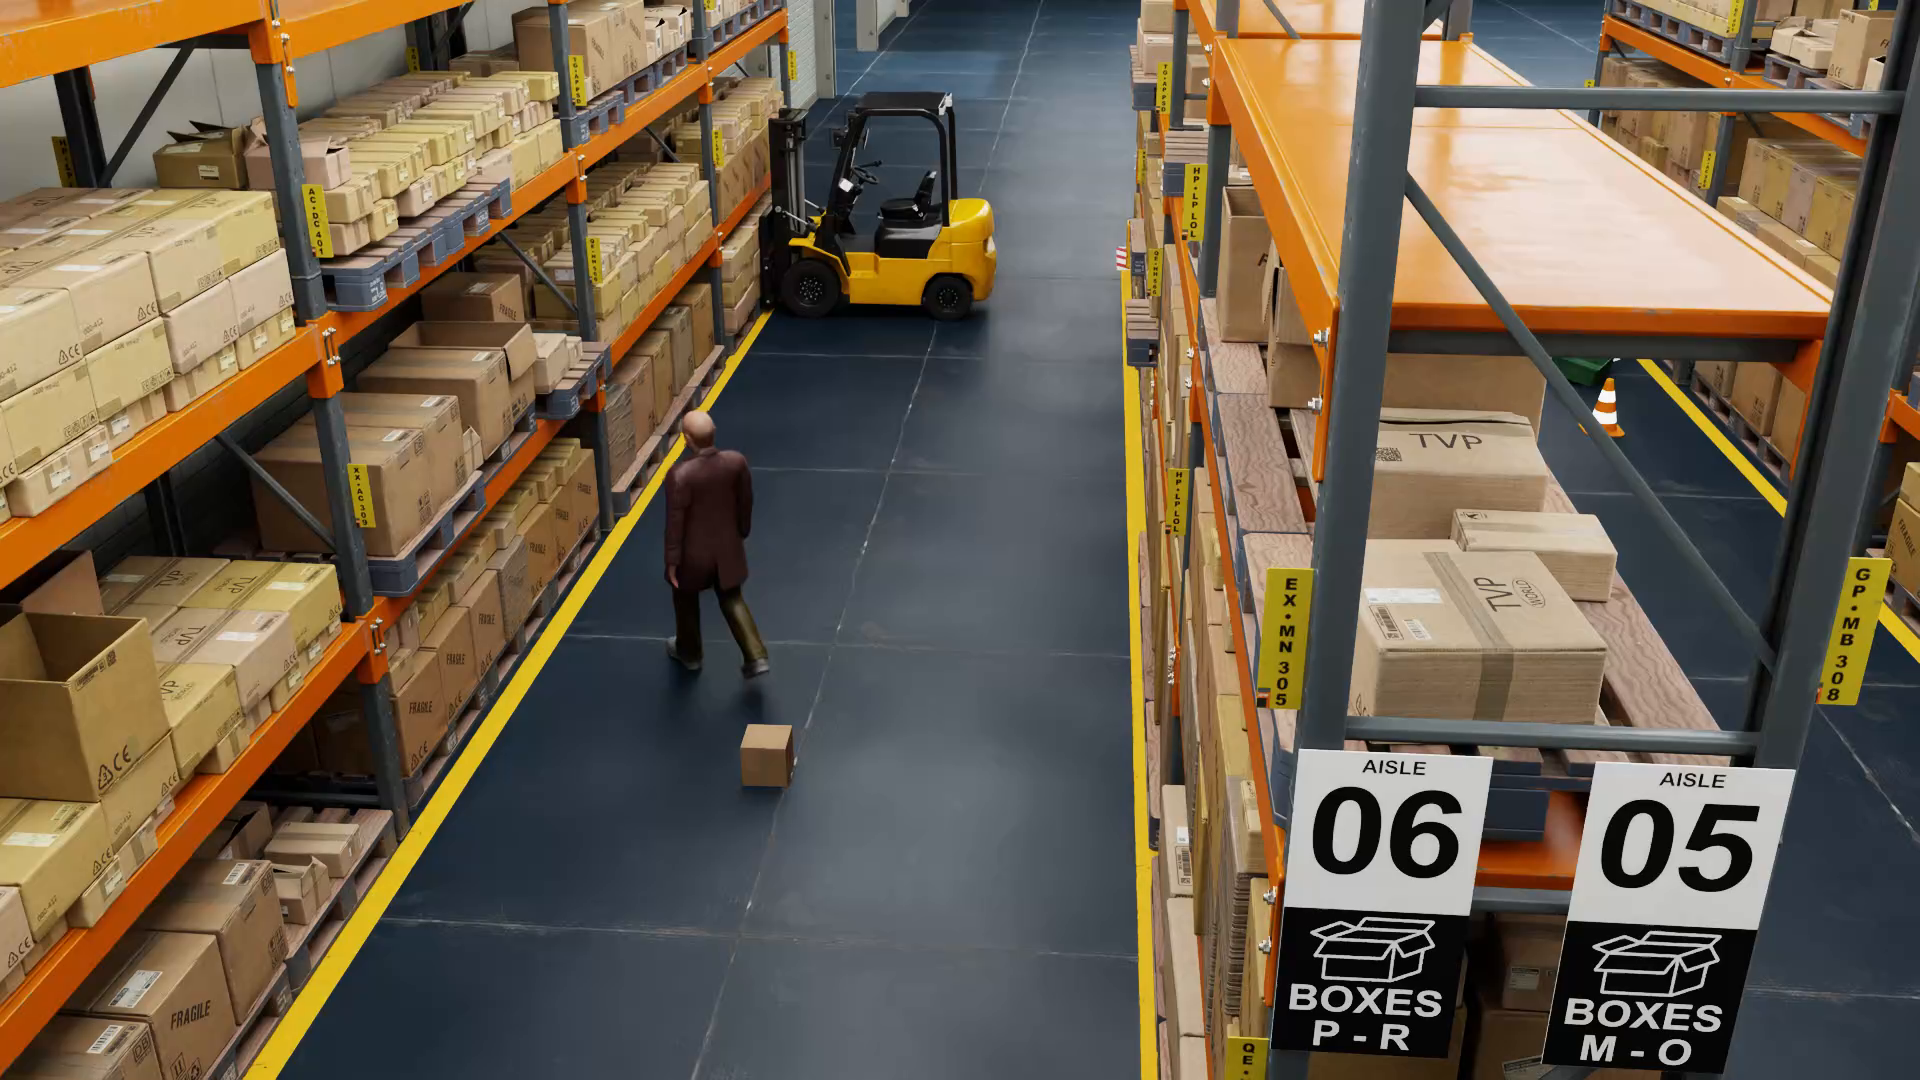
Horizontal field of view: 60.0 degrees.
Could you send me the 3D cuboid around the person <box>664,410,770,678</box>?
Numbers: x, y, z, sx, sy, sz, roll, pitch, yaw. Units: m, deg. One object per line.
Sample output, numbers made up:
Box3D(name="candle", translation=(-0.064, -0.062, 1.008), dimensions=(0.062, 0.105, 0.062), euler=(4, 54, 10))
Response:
Box3D(name="person", translation=(-1.515, 0.038, 9.963), dimensions=(0.603, 1.748, 0.971), euler=(-14, 28, -29))
